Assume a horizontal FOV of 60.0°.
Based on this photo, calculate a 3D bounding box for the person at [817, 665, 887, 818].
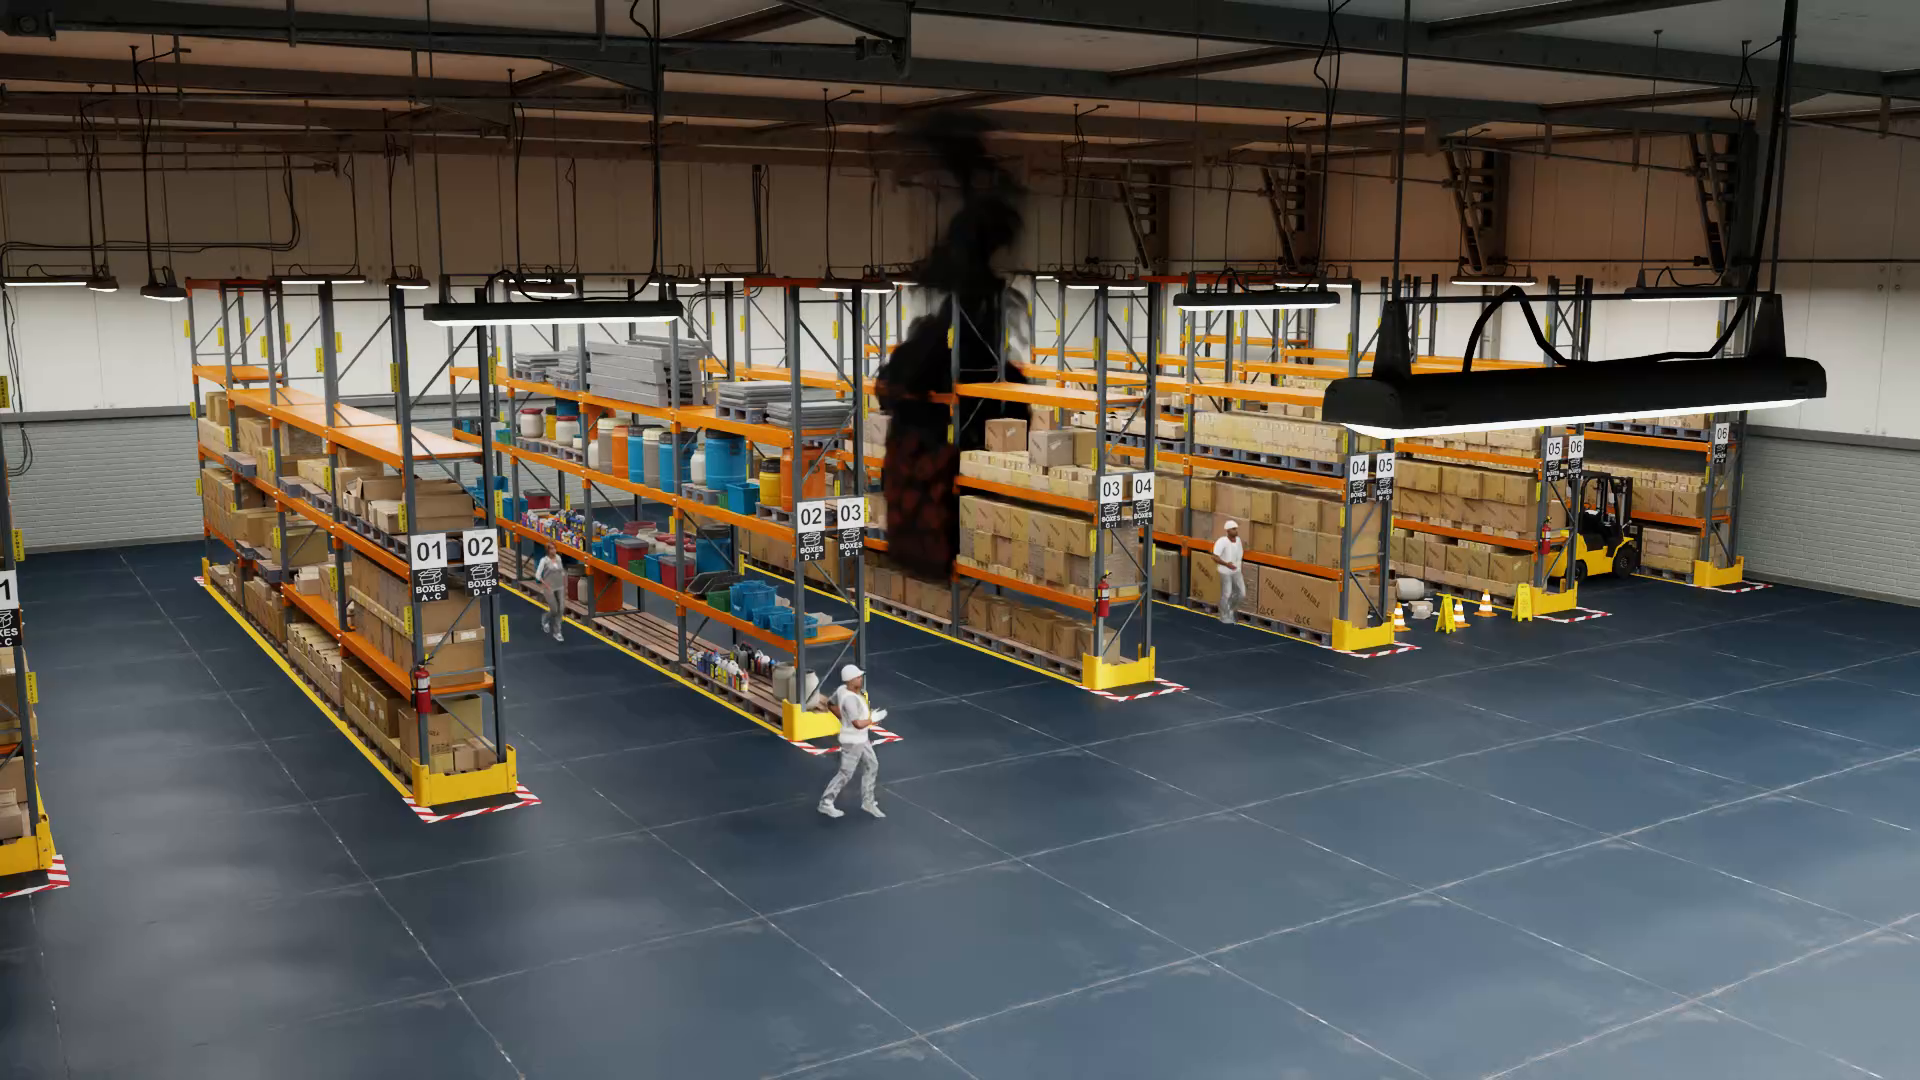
[{"bbox_3d":[-1.225,2.312,18.878,0.798,1.843,0.664,0,10,-2],"label":"person"}]

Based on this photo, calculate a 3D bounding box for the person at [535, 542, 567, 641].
[{"bbox_3d":[-6.555,0.811,26.786,0.536,1.585,0.583,-8,13,-41],"label":"person"}]

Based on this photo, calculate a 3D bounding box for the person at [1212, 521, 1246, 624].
[{"bbox_3d":[4.537,0.558,27.783,0.700,1.776,0.576,-6,11,-32],"label":"person"}]
